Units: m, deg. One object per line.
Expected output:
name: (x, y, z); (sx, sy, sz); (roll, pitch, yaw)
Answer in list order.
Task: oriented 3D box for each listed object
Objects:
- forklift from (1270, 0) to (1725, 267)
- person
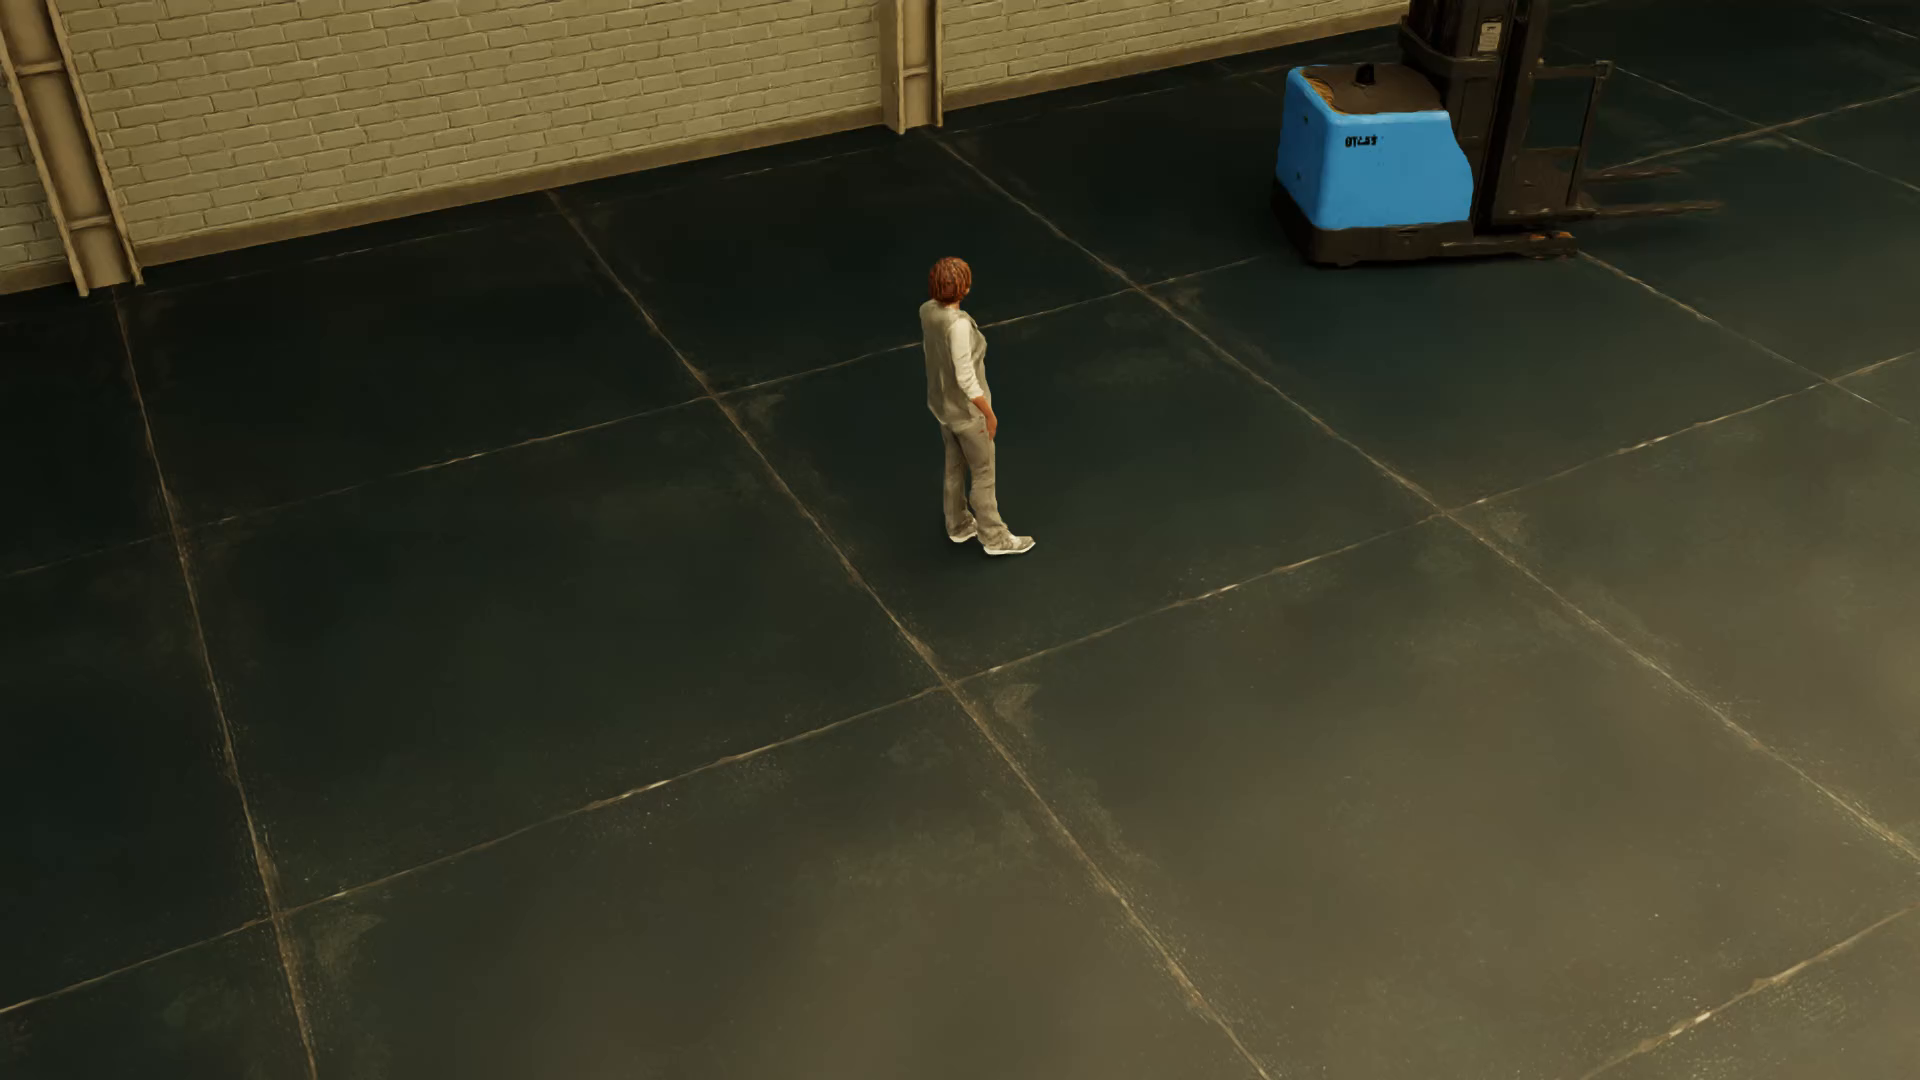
forklift: (3.785, -3.416, 10.955); (3.031, 2.935, 1.130); (-5, 36, -7)
person: (0.072, -0.671, 8.216); (0.474, 1.597, 0.521); (-17, 39, -23)
